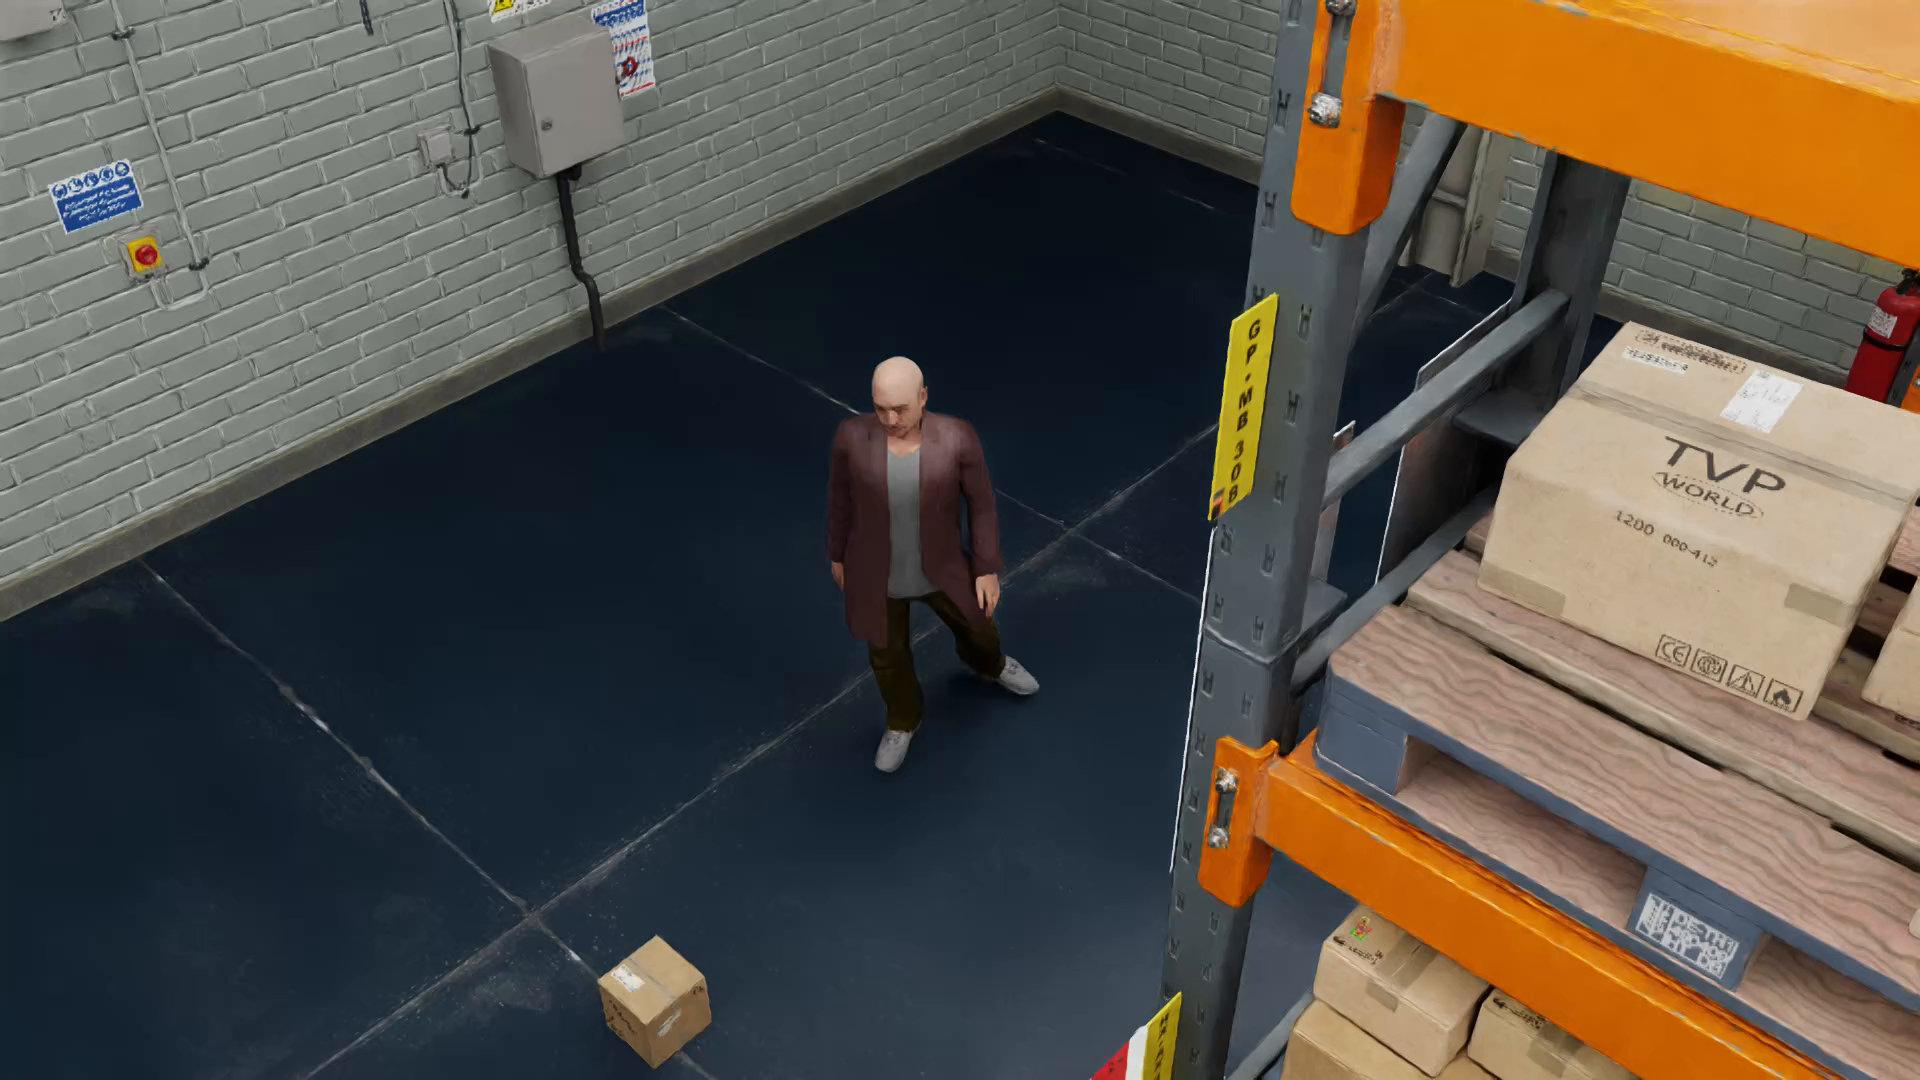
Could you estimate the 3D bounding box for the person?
[{"bbox_3d":[-0.085,0.041,6.116,0.823,1.768,0.579,-2,39,-3],"label":"person"}]
